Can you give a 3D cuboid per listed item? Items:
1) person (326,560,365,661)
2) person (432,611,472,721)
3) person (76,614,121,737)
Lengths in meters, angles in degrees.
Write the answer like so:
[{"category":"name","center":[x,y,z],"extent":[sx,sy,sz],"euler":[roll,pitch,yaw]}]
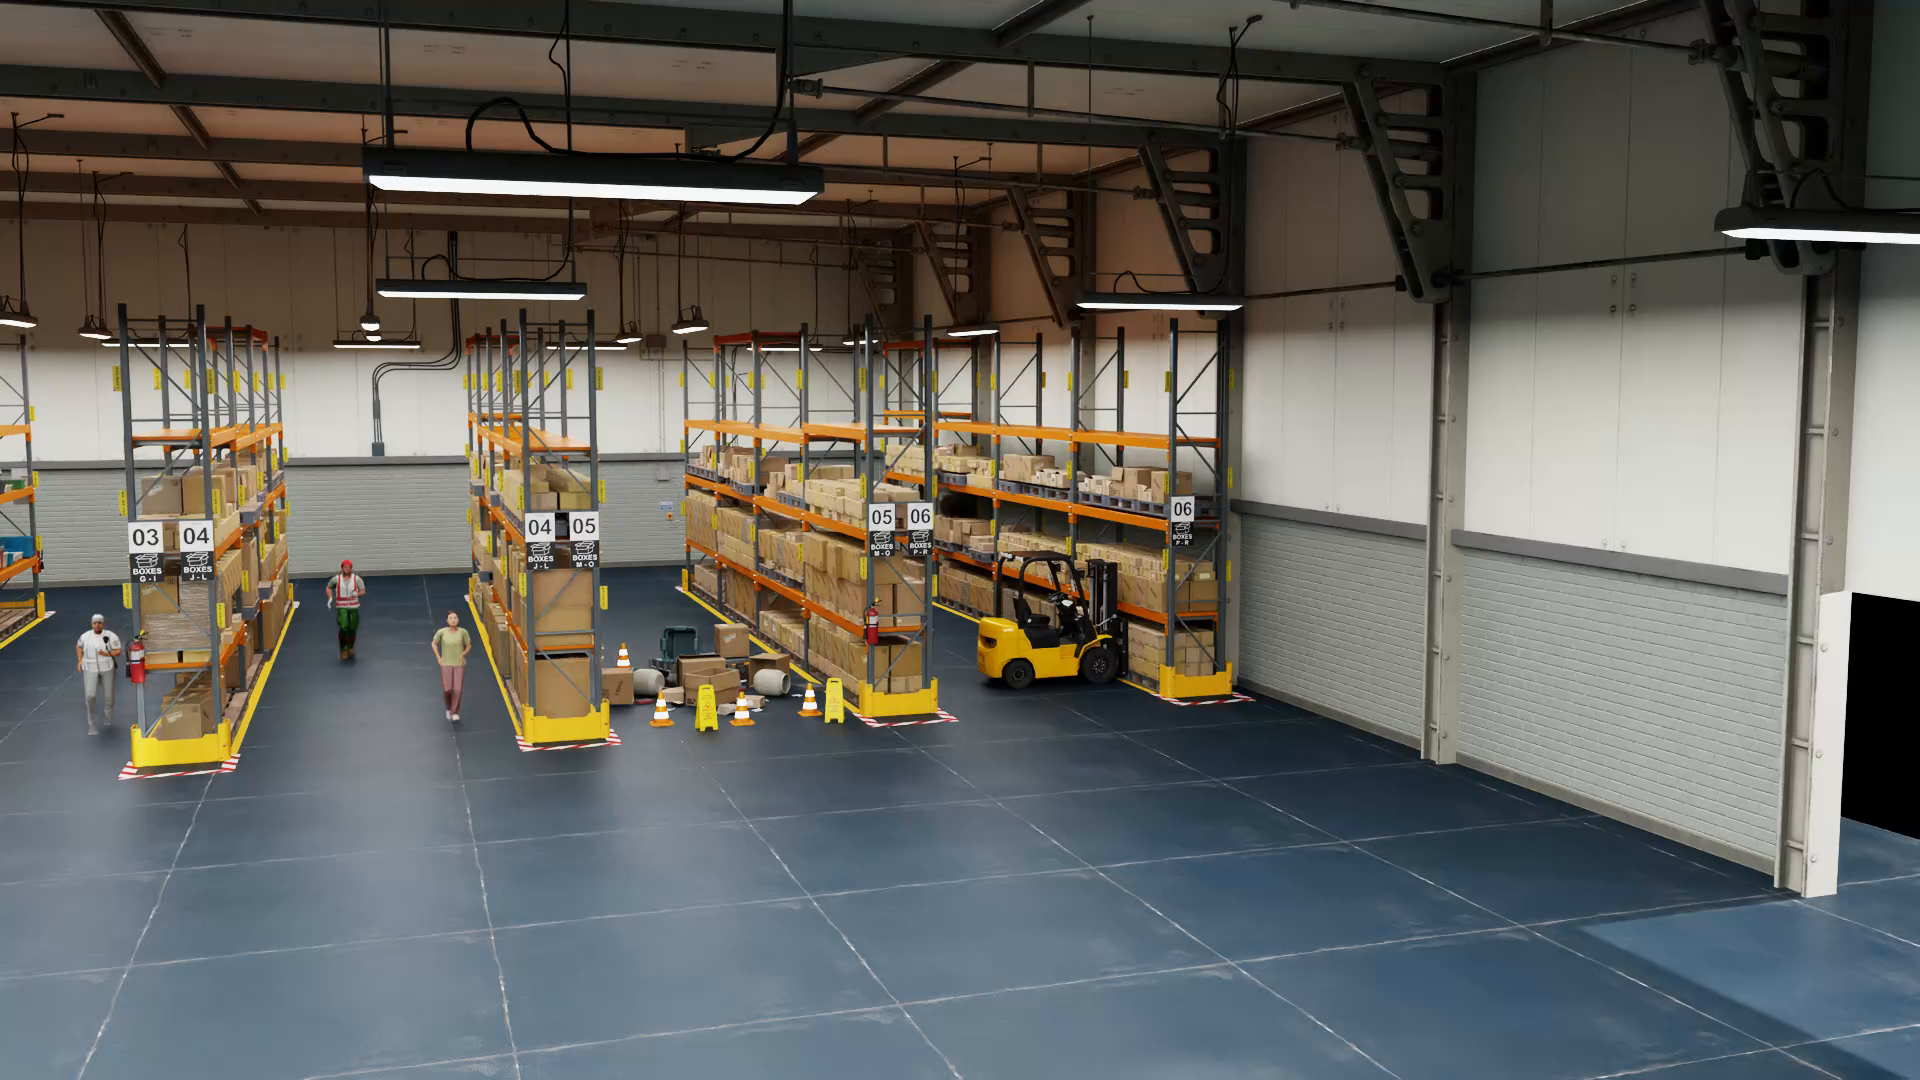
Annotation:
[{"category":"person","center":[-11.086,1.261,30.088],"extent":[0.641,1.817,0.735],"euler":[-3,6,-29]},{"category":"person","center":[-7.478,1.860,24.514],"extent":[0.561,1.643,0.494],"euler":[-2,6,-20]},{"category":"person","center":[-12.342,1.921,23.861],"extent":[0.580,1.720,0.767],"euler":[-3,6,-26]}]
